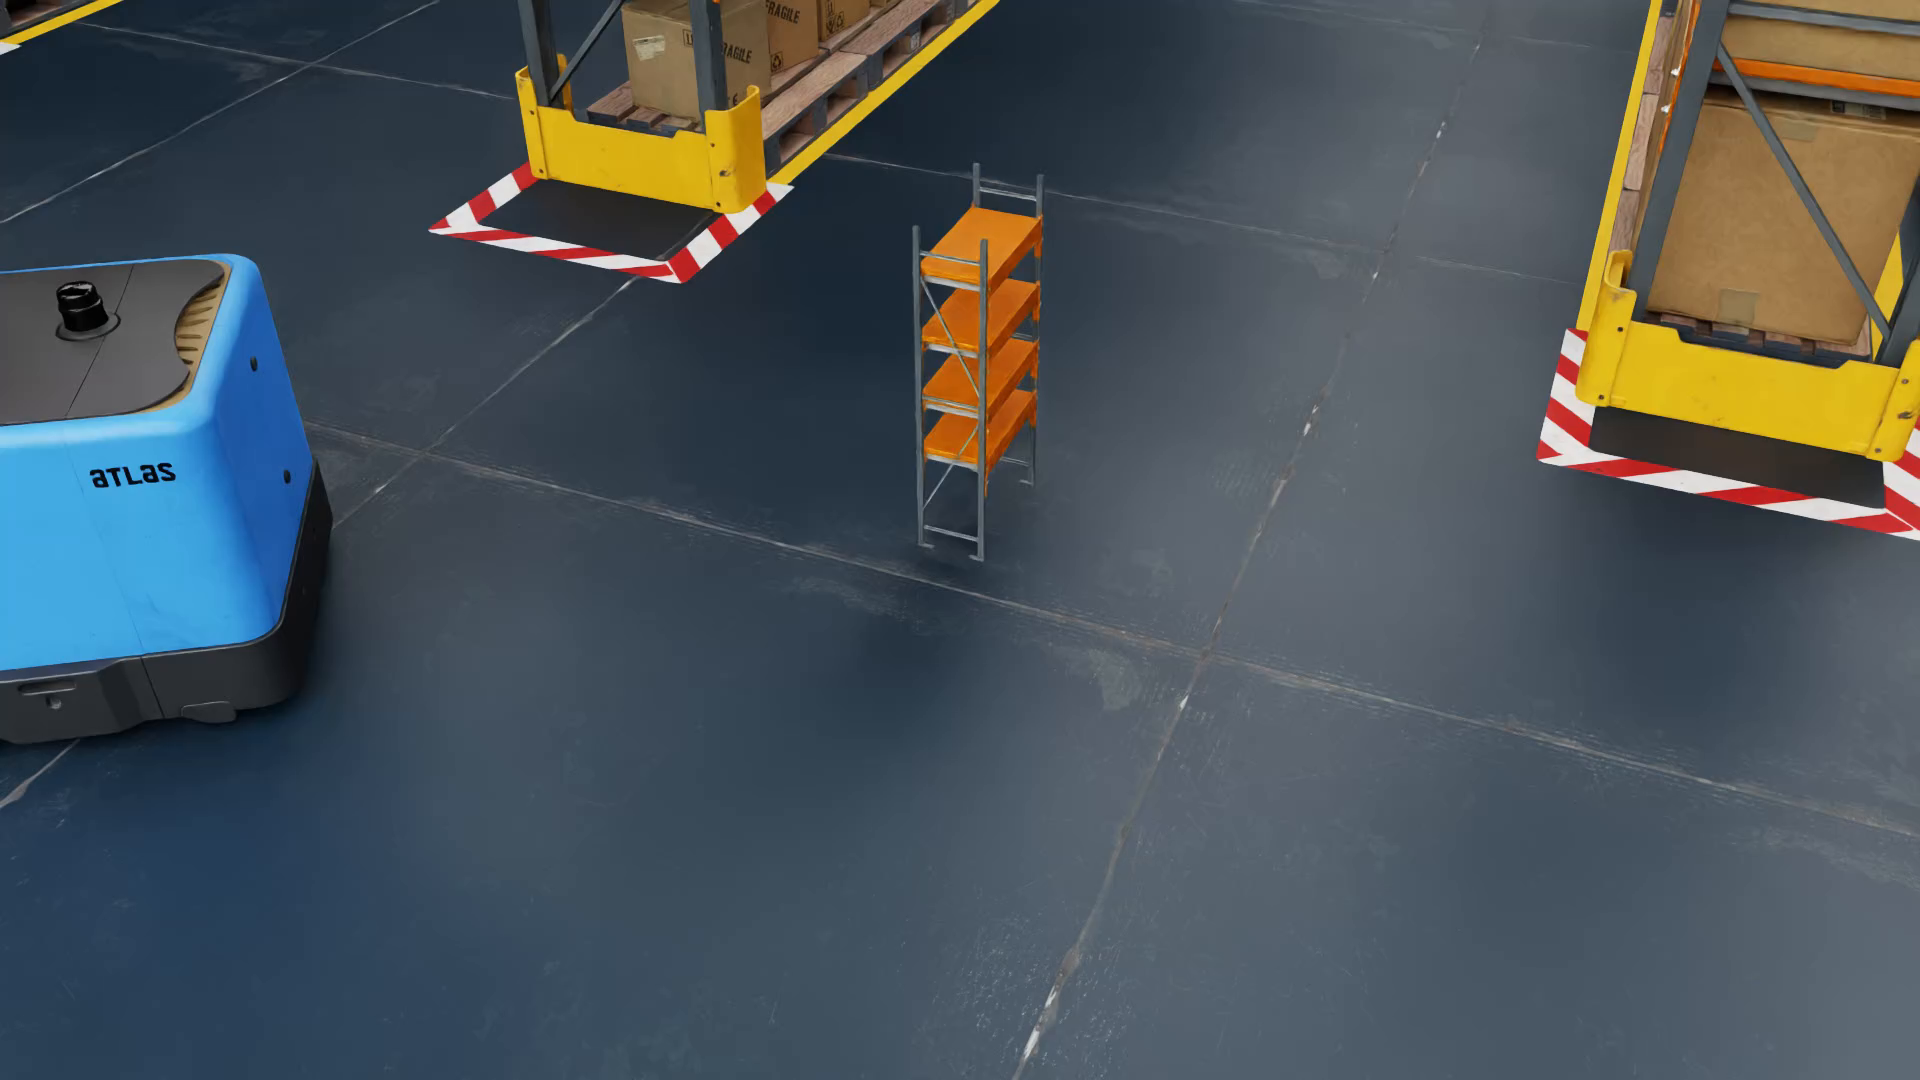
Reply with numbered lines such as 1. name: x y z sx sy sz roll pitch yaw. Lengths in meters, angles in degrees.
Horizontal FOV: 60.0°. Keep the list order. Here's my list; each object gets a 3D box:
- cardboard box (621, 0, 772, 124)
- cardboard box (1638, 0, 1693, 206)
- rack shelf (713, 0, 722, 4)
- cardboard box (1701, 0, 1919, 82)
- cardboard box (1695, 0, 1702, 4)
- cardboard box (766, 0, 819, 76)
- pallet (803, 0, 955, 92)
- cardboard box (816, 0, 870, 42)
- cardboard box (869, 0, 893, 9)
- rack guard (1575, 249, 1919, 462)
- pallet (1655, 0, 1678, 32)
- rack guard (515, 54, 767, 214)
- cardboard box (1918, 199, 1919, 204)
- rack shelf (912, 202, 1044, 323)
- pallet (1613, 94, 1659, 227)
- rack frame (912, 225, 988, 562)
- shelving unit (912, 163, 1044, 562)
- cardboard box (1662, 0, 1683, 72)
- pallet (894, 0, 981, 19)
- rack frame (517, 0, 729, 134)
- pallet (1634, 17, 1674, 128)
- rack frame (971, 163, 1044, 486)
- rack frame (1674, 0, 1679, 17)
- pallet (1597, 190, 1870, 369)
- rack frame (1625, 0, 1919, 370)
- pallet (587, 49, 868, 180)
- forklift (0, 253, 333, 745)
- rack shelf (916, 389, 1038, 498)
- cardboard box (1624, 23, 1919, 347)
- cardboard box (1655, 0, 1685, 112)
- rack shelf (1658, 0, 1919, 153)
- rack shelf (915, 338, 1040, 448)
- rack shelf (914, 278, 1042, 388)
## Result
1. cardboard box: -1.293 -2.414 8.211 0.500 0.500 0.500 21 42 26
2. cardboard box: 3.533 -1.914 7.229 0.875 0.875 0.875 13 39 17
3. rack shelf: -0.785 -3.724 8.827 1.077 0.370 4.000 14 39 18
4. cardboard box: 3.102 -1.995 5.788 0.875 0.550 0.550 14 39 18
5. cardboard box: 3.291 -2.304 6.202 0.875 0.550 0.550 14 39 18
6. cardboard box: -1.097 -2.752 8.664 0.500 0.500 0.500 25 43 29
7. pallet: -0.709 -2.945 9.513 1.003 0.211 1.213 14 39 18
8. cardboard box: -0.841 -3.095 9.122 0.500 0.500 0.500 18 40 22
9. cardboard box: -0.587 -3.393 9.522 0.500 0.500 0.500 11 38 14
10. rack guard: 2.994 -0.704 6.275 1.175 0.500 0.348 14 39 18
11. pallet: 4.749 -3.261 9.936 1.003 0.211 1.213 14 39 18
12. rack guard: -1.517 -1.945 7.935 1.175 0.500 0.348 14 39 18
13. cardboard box: 4.883 -1.840 7.792 0.500 0.500 0.500 21 42 25
14. rack shelf: 0.063 -0.887 5.278 0.258 0.148 0.480 14 39 18
15. pallet: 3.700 -1.735 7.896 1.003 0.211 1.213 14 39 18
16. rack frame: -0.030 -0.437 5.333 0.240 1.200 0.015 14 39 18
17. shelving unit: 0.063 -0.572 5.513 0.258 1.200 0.503 14 39 18
18. cardboard box: 4.221 -2.918 8.573 0.875 0.875 0.875 14 39 18
19. pallet: -0.247 -3.622 10.420 1.003 0.211 1.213 14 39 18
20. rack frame: -1.546 -2.905 7.131 1.000 3.000 0.127 14 39 18
21. pallet: 4.163 -2.413 8.802 1.003 0.211 1.213 14 39 18
22. rack frame: 0.156 -0.707 5.694 0.240 1.200 0.015 14 39 18
23. rack frame: 4.525 -3.933 8.507 1.000 3.000 0.127 14 39 18
24. pallet: 3.235 -1.062 6.995 1.003 0.211 1.213 14 39 18
25. rack frame: 3.003 -1.719 5.544 1.000 3.000 0.127 14 39 18
26. pallet: -1.175 -2.272 8.613 1.003 0.211 1.213 14 39 18
27. forklift: -3.567 -0.769 4.330 3.031 2.935 1.130 -6 37 -9
28. rack shelf: 0.063 -0.359 5.673 0.258 0.148 0.480 14 39 18
29. cardboard box: 3.200 -1.426 6.577 0.875 0.875 0.875 14 39 18
30. cardboard box: 3.881 -2.418 7.904 0.875 0.875 0.875 14 39 18
31. rack shelf: 3.764 -2.538 7.241 1.077 0.370 4.000 14 39 18
32. rack shelf: 0.063 -0.518 5.554 0.258 0.148 0.480 14 39 18
33. rack shelf: 0.063 -0.698 5.420 0.258 0.148 0.480 14 39 18
